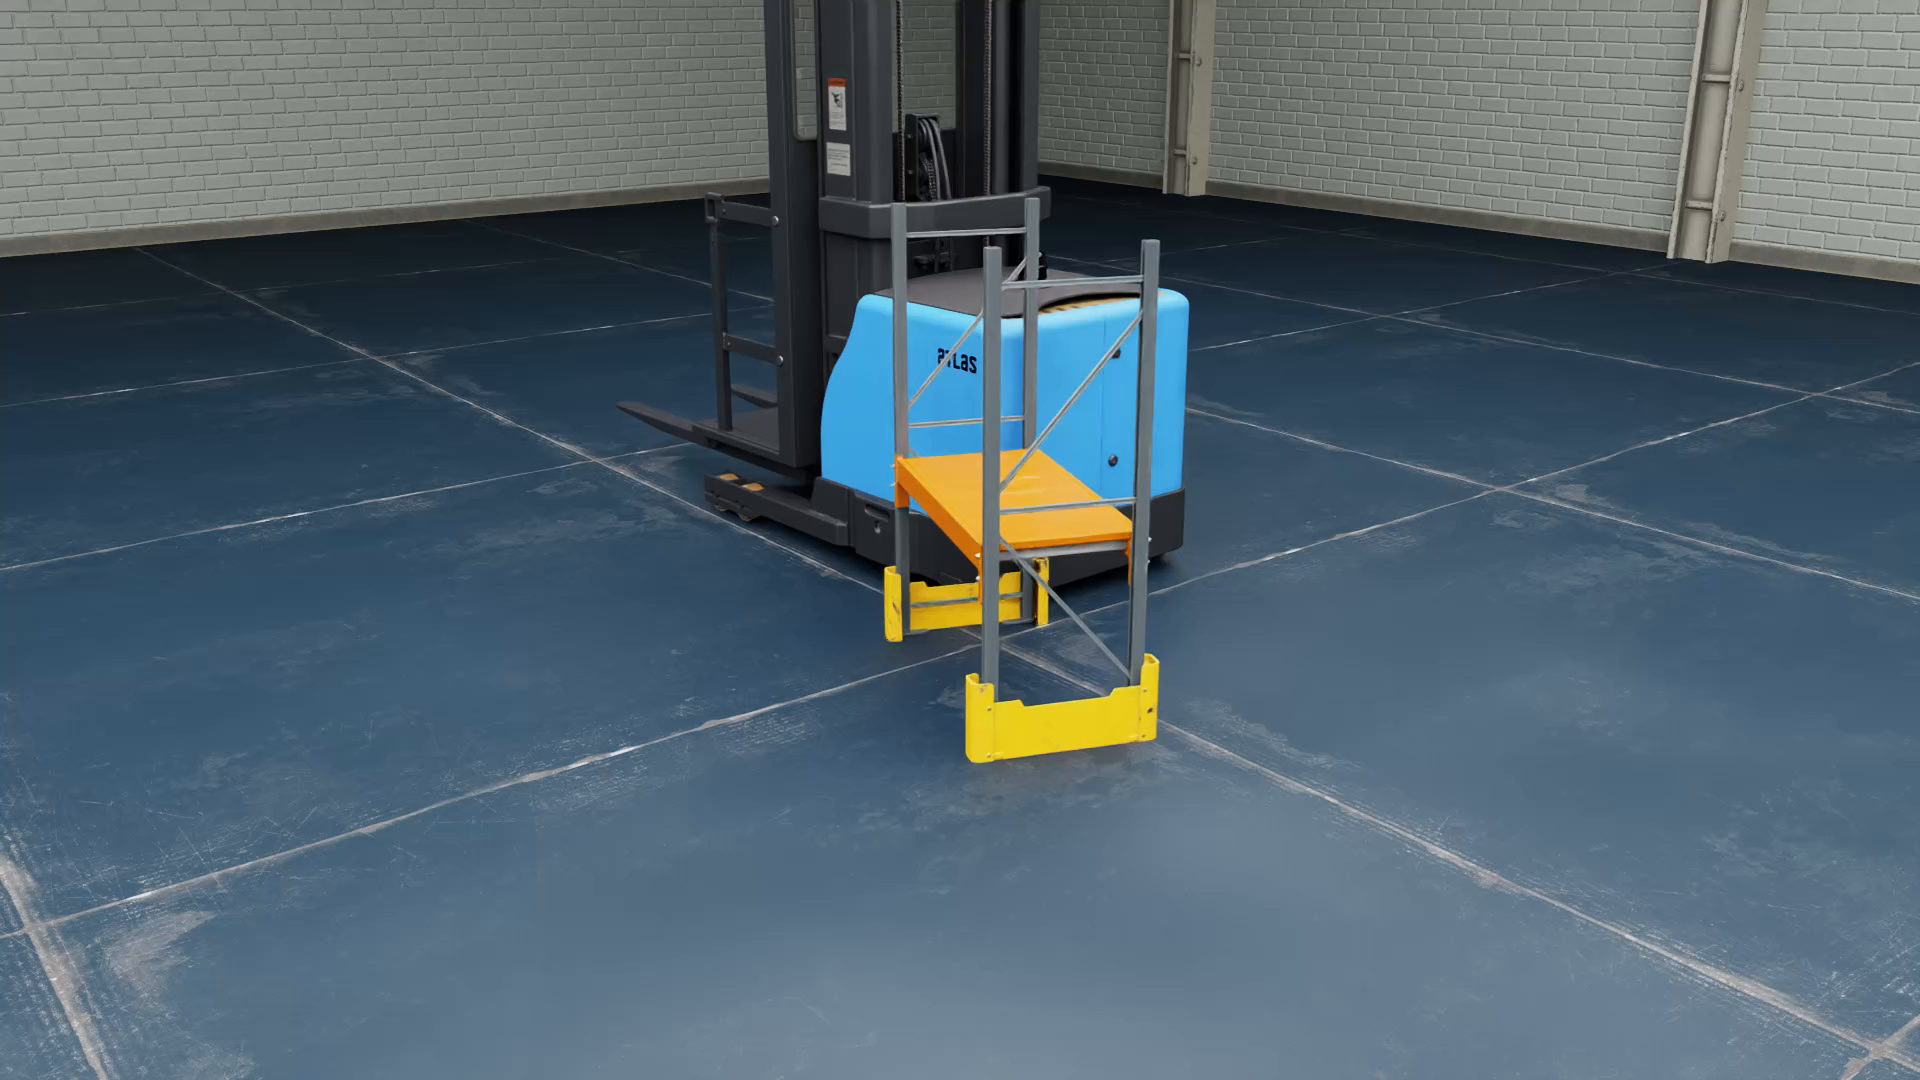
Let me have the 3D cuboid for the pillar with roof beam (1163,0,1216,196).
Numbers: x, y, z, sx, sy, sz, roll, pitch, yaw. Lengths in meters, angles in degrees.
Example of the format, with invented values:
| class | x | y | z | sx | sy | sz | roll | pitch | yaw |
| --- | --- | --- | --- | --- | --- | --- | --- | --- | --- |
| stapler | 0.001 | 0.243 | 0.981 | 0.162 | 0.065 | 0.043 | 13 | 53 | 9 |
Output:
| class | x | y | z | sx | sy | sz | roll | pitch | yaw |
| --- | --- | --- | --- | --- | --- | --- | --- | --- | --- |
| pillar with roof beam | -0.877 | -7.282 | 14.537 | 9.100 | 9.000 | 0.400 | -14 | 23 | -36 |

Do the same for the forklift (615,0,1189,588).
| class | x | y | z | sx | sy | sz | roll | pitch | yaw |
| --- | --- | --- | --- | --- | --- | --- | --- | --- | --- |
| forklift | -0.459 | -1.559 | 6.909 | 1.130 | 2.935 | 3.031 | -15 | 24 | -38 |

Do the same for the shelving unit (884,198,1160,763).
| class | x | y | z | sx | sy | sz | roll | pitch | yaw |
| --- | --- | --- | --- | --- | --- | --- | --- | --- | --- |
| shelving unit | 0.166 | -0.244 | 5.212 | 0.587 | 1.500 | 1.083 | -5 | 19 | -16 |

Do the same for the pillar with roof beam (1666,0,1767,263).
| class | x | y | z | sx | sy | sz | roll | pitch | yaw |
| --- | --- | --- | --- | --- | --- | --- | --- | --- | --- |
| pillar with roof beam | 2.848 | -5.803 | 10.072 | 9.100 | 9.000 | 0.400 | -14 | 23 | -36 |

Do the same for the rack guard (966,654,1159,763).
| class | x | y | z | sx | sy | sz | roll | pitch | yaw |
| --- | --- | --- | --- | --- | --- | --- | --- | --- | --- |
| rack guard | 0.306 | 0.500 | 4.955 | 0.587 | 0.250 | 0.087 | -5 | 19 | -16 |

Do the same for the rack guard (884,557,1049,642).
| class | x | y | z | sx | sy | sz | roll | pitch | yaw |
| --- | --- | --- | --- | --- | --- | --- | --- | --- | --- |
| rack guard | 0.026 | 0.200 | 5.862 | 0.587 | 0.250 | 0.087 | -5 | 19 | -16 |

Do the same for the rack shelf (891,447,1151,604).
| class | x | y | z | sx | sy | sz | roll | pitch | yaw |
| --- | --- | --- | --- | --- | --- | --- | --- | --- | --- |
| rack shelf | 0.164 | -0.076 | 5.277 | 0.538 | 0.185 | 1.000 | -5 | 19 | -16 |

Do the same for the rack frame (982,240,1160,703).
| class | x | y | z | sx | sy | sz | roll | pitch | yaw |
| --- | --- | --- | --- | --- | --- | --- | --- | --- | --- |
| rack frame | 0.307 | -0.093 | 4.757 | 0.500 | 1.500 | 0.032 | -5 | 19 | -16 |

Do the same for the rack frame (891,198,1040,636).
| class | x | y | z | sx | sy | sz | roll | pitch | yaw |
| --- | --- | --- | --- | --- | --- | --- | --- | --- | --- |
| rack frame | 0.020 | -0.400 | 5.683 | 0.500 | 1.500 | 0.032 | -5 | 19 | -16 |
